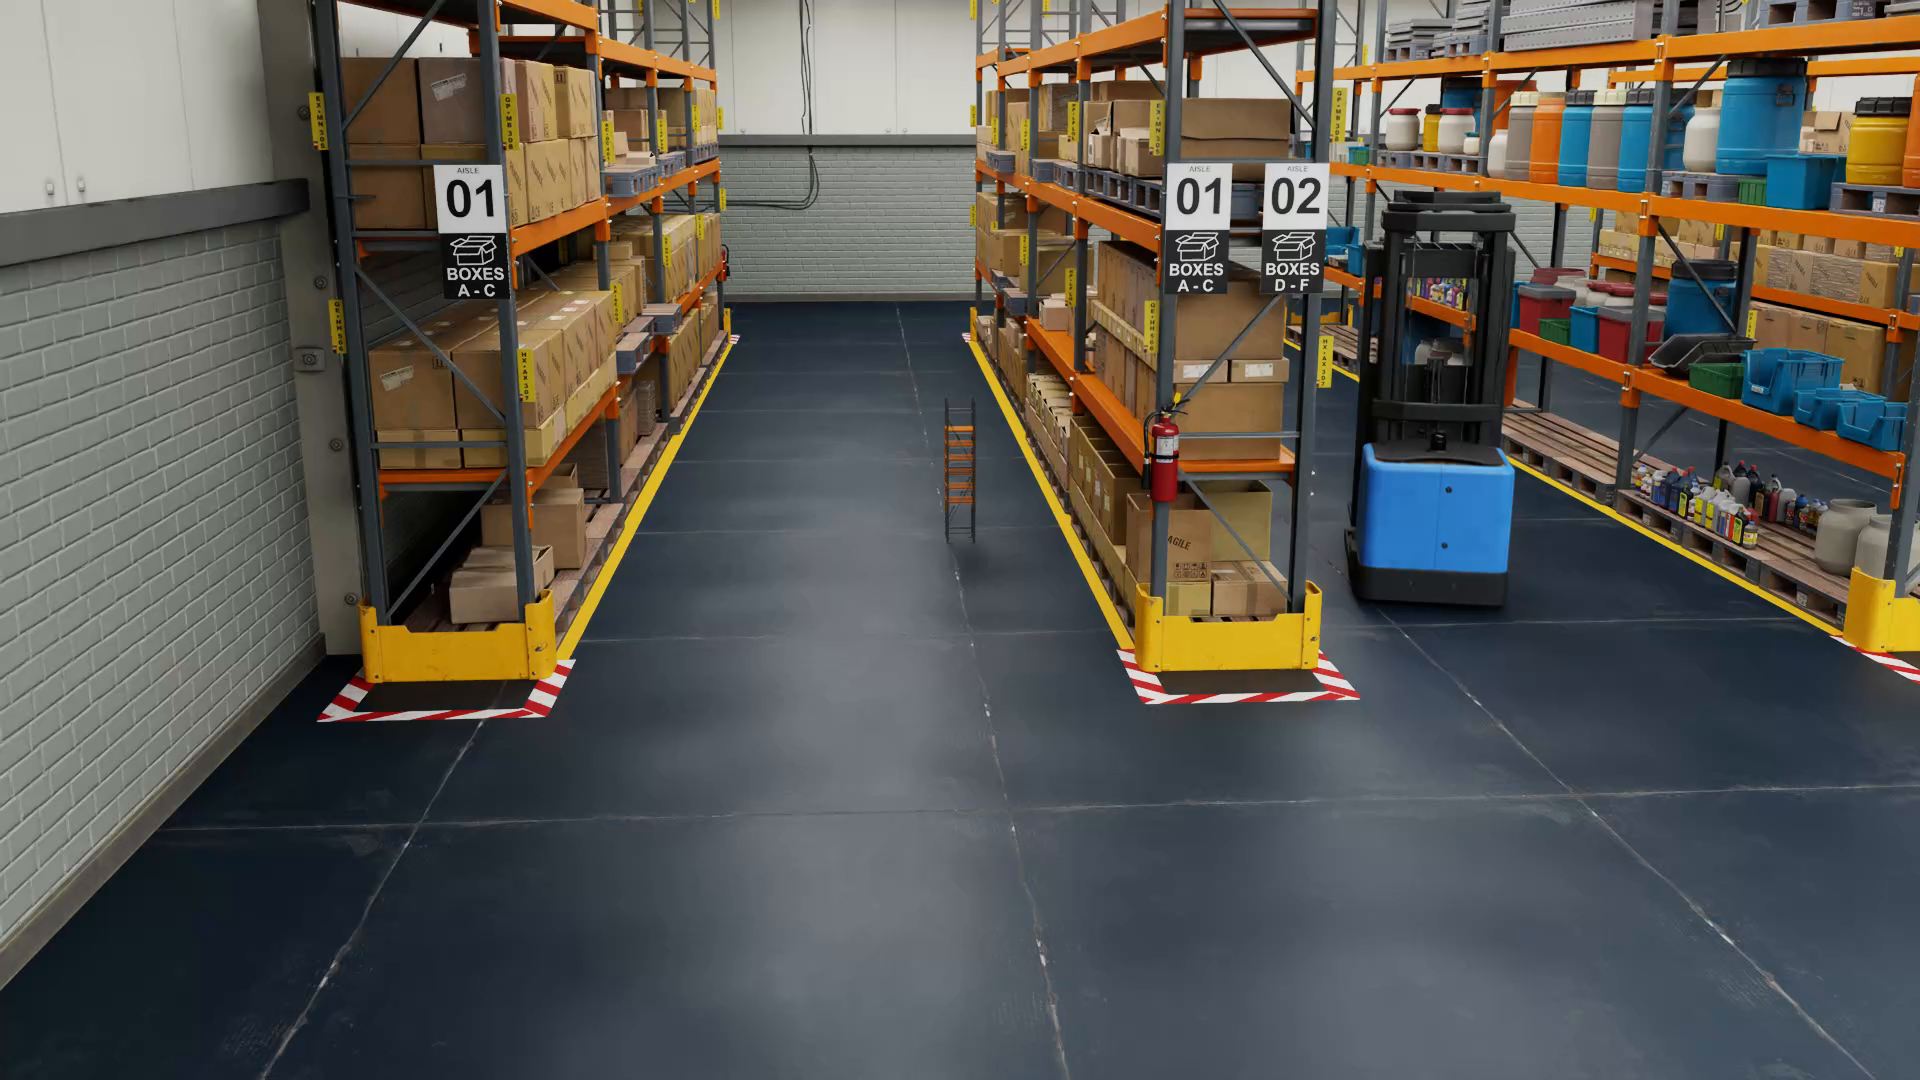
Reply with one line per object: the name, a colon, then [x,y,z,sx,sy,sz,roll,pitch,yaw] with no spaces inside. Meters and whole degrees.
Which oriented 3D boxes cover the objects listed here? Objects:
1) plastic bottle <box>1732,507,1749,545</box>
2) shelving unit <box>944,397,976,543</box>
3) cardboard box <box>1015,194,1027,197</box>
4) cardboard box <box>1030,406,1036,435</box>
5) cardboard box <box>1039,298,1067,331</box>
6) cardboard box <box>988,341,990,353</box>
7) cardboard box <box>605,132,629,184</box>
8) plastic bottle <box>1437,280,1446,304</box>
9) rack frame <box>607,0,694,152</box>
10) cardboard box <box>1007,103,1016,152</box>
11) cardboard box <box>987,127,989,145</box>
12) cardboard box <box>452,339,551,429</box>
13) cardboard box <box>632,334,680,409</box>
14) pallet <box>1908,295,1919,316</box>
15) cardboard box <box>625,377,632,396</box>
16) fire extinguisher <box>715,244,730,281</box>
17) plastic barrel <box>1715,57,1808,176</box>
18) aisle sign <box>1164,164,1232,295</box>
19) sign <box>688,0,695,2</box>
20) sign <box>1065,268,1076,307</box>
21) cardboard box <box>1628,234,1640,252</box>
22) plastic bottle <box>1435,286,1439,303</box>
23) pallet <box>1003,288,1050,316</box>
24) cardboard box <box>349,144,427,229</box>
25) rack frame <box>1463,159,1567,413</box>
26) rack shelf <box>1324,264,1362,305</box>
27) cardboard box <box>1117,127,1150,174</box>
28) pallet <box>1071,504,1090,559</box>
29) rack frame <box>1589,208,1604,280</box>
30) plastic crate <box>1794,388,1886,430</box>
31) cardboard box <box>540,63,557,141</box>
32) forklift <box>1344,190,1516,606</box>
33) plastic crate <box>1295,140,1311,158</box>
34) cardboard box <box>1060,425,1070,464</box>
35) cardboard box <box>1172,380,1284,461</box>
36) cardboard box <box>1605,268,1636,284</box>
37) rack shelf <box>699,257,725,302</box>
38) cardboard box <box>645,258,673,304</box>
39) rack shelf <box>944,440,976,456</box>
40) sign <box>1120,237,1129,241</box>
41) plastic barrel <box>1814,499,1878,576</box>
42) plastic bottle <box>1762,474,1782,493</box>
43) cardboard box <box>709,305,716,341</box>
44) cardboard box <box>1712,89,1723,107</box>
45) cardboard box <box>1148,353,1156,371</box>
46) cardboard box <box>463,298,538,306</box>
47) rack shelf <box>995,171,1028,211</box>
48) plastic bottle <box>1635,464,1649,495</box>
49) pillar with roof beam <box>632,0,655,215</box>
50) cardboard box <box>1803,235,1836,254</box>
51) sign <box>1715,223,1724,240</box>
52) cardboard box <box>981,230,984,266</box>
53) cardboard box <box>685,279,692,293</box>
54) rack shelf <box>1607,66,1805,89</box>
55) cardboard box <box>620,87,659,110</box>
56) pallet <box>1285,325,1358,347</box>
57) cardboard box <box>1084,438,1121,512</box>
plastic bottle: [6.109,-0.110,13.003,0.061,0.283,0.133,-1,14,-2]
shelving unit: [0.001,-0.577,13.863,0.258,1.200,0.189,-1,14,-3]
cardboard box: [1.084,-4.938,24.992,0.500,0.500,0.500,0,14,-2]
cardboard box: [1.017,-1.260,17.579,0.500,0.250,0.500,-1,14,-5]
cardboard box: [1.108,-2.379,17.433,0.500,0.311,0.500,-1,14,-4]
cardboard box: [0.596,-2.705,23.358,0.380,0.149,0.250,-1,14,-3]
cardboard box: [-3.710,-3.759,16.350,0.797,0.503,0.637,1,14,4]
plastic bottle: [5.712,-2.938,19.685,0.097,0.271,0.097,0,14,0]
rack frame: [-3.946,-6.471,21.116,1.000,3.000,0.127,-1,14,-3]
cardboard box: [0.956,-5.269,21.222,0.600,0.600,0.600,-2,15,-9]
cardboard box: [0.640,-5.630,23.168,0.500,0.250,0.500,-1,14,-3]
cardboard box: [-2.932,-1.005,10.667,0.500,0.500,0.500,-1,14,-3]
cardboard box: [-3.613,-1.918,18.932,0.750,0.750,0.750,-1,14,-4]
pallet: [11.284,-2.531,18.230,1.213,0.211,1.003,-1,14,-3]
cardboard box: [-3.629,-1.615,16.913,0.500,0.250,0.500,-1,14,-2]
fire extinguisher: [-3.743,-4.387,25.960,0.296,0.674,0.183,-1,14,-3]
plastic barrel: [6.392,-3.378,13.268,0.600,0.901,0.708,-1,14,-3]
aisle sign: [1.452,-1.896,10.160,0.394,0.787,0.004,-1,14,-3]
sign: [-3.405,-6.973,21.034,0.100,0.325,0.005,-1,14,-3]
sign: [0.953,-2.165,14.255,0.100,0.325,0.005,-1,14,-3]
cardboard box: [10.464,-4.483,25.135,0.500,0.250,0.500,-1,14,-5]
plastic bottle: [5.705,-2.929,19.788,0.097,0.201,0.097,0,14,0]
pallet: [1.134,-2.723,18.973,1.213,0.211,1.003,-1,14,-3]
cardboard box: [-3.481,-2.192,10.264,0.500,0.500,0.500,0,14,1]
rack frame: [6.190,-2.724,18.592,1.000,3.000,0.127,-1,14,-3]
rack shelf: [5.818,-3.867,24.481,1.077,0.370,4.000,-1,14,-3]
cardboard box: [1.372,-2.760,11.768,0.500,0.311,0.500,1,14,3]
pallet: [1.501,-0.104,14.008,1.003,0.211,1.213,-1,14,-3]
rack frame: [10.638,-4.790,26.622,1.000,3.000,0.127,-1,14,-3]
plastic crate: [6.321,-0.943,11.971,0.499,0.251,0.408,-1,14,-3]
cardboard box: [-3.008,-2.928,11.121,0.500,0.500,0.500,0,14,-2]
forklift: [3.684,-1.268,13.071,1.130,2.935,3.031,3,15,10]
plastic crate: [5.440,-6.002,25.578,0.497,0.269,0.590,-1,14,-3]
cardboard box: [1.182,-0.893,15.026,0.500,0.311,0.500,-1,14,-3]
cardboard box: [1.725,-0.823,11.005,0.700,0.500,0.500,-1,14,-3]
cardboard box: [10.757,-3.806,26.220,0.875,0.875,0.875,-1,14,-3]
rack shelf: [-4.070,-3.714,23.887,1.077,0.370,4.000,-1,14,-3]
cardboard box: [-3.473,-2.897,18.430,0.500,0.500,0.500,0,14,-2]
rack shelf: [0.001,-0.767,13.814,0.258,0.103,0.180,-1,14,-3]
sign: [1.799,-3.218,18.190,0.100,0.325,0.005,-1,14,-3]
plastic barrel: [6.537,-0.020,12.233,0.421,0.512,0.421,0,14,0]
plastic bottle: [6.797,-0.375,13.898,0.144,0.351,0.185,-1,14,-4]
cardboard box: [-4.020,-3.256,24.835,0.700,0.500,0.500,-1,14,-4]
cardboard box: [10.834,-6.145,23.120,0.500,0.250,0.500,-2,15,-7]
cardboard box: [1.494,-1.242,11.330,0.380,0.149,0.250,-1,14,-4]
cardboard box: [-3.602,-1.627,13.087,0.500,0.500,0.500,-1,14,-4]
rack shelf: [1.122,-4.250,19.947,1.077,0.370,4.000,-1,14,-3]
plastic bottle: [6.020,-0.534,14.676,0.097,0.271,0.097,0,14,0]
pillar with roof beam: [-0.928,-8.190,27.799,9.100,9.000,0.400,-1,14,-3]
cardboard box: [11.018,-3.845,20.737,0.797,0.503,0.637,0,14,-2]
sign: [10.332,-4.243,22.603,0.100,0.325,0.005,-1,14,-3]
cardboard box: [0.580,-4.318,24.590,0.500,0.500,0.500,-1,14,-4]
cardboard box: [-3.557,-3.181,20.835,0.380,0.149,0.250,-1,14,-3]
rack shelf: [10.761,-6.655,24.080,1.077,0.370,4.000,-1,14,-3]
cardboard box: [-4.222,-5.731,22.012,0.500,0.500,0.500,-1,14,-4]
pallet: [5.706,-3.157,25.873,1.003,0.211,1.213,-1,14,-3]
cardboard box: [1.272,-0.519,13.195,0.500,0.500,0.500,-1,14,-3]
